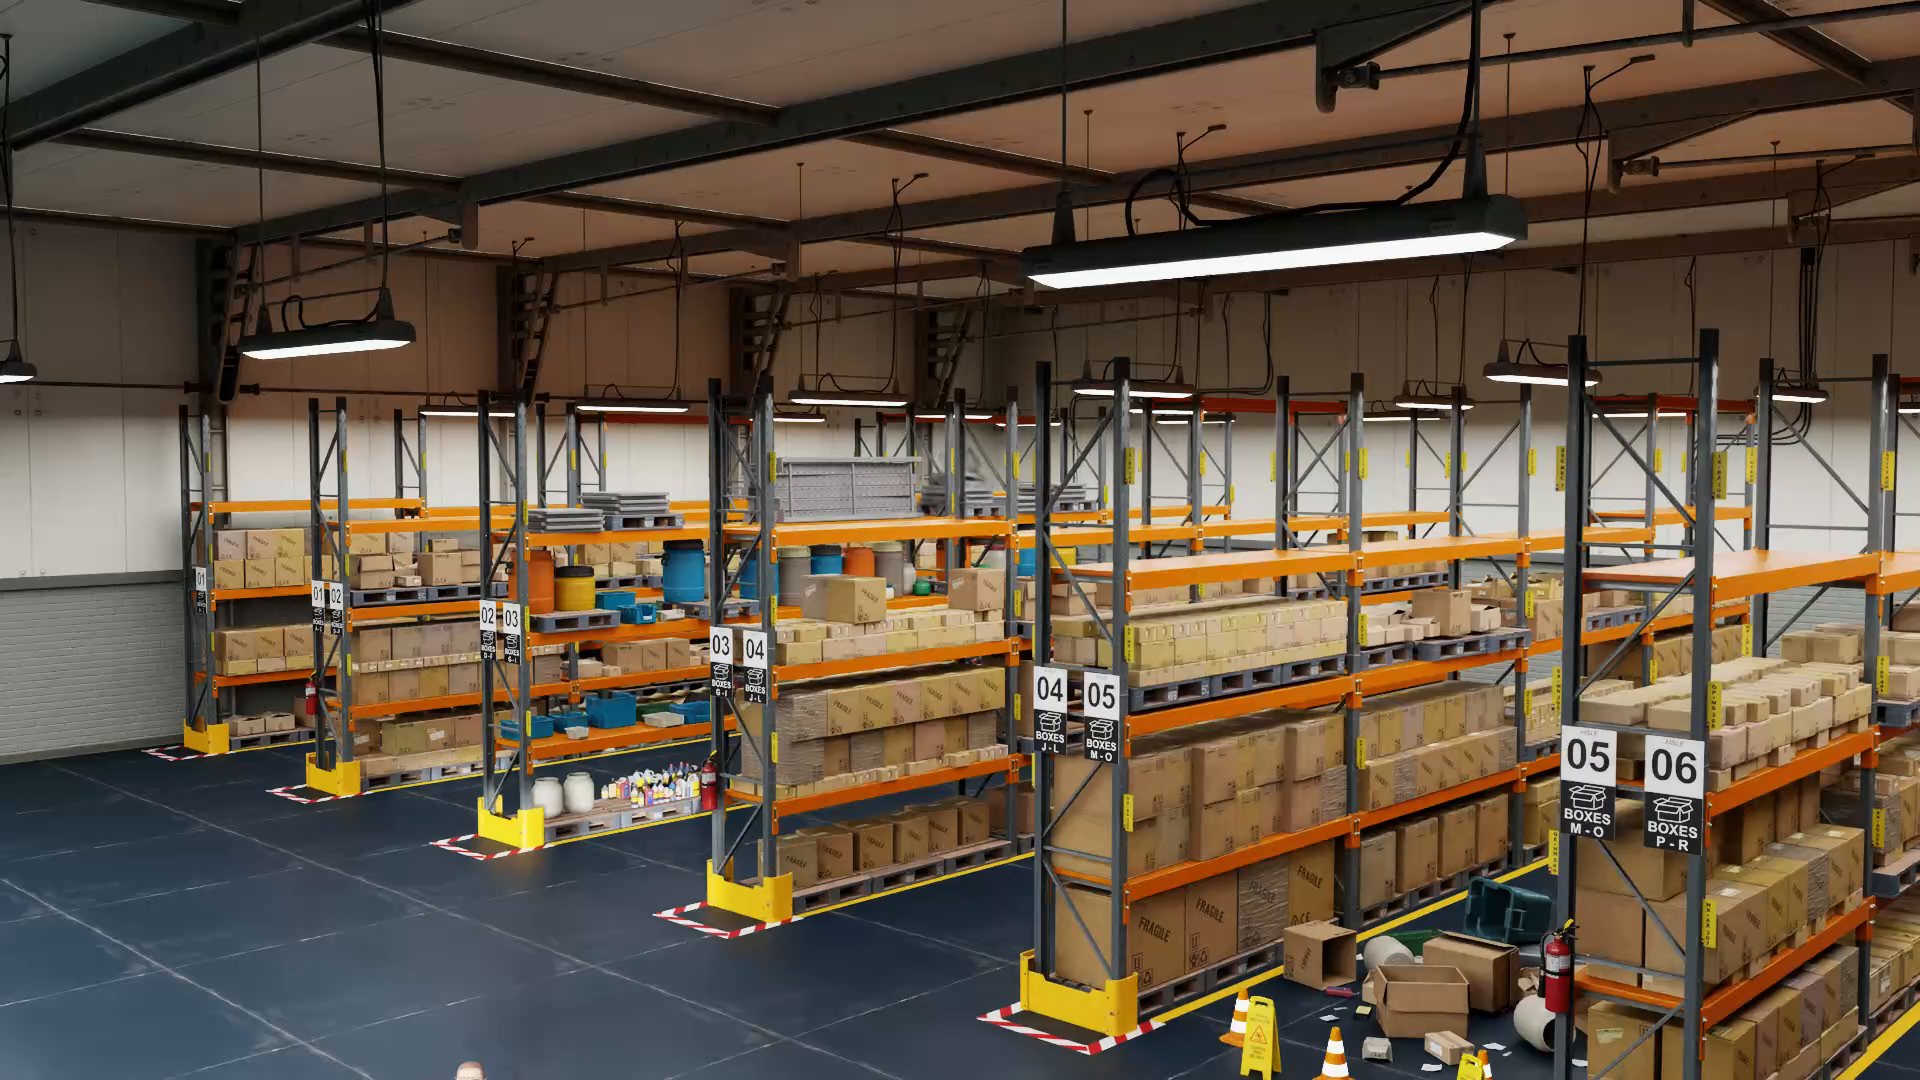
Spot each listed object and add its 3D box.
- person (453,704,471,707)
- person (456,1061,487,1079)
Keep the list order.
[{"bbox_3d":[-8.712,2.804,28.924,0.586,1.666,0.585,3,4,43],"label":"person"},{"bbox_3d":[-2.813,3.817,9.536,0.679,1.677,0.619,-1,3,-19],"label":"person"}]
